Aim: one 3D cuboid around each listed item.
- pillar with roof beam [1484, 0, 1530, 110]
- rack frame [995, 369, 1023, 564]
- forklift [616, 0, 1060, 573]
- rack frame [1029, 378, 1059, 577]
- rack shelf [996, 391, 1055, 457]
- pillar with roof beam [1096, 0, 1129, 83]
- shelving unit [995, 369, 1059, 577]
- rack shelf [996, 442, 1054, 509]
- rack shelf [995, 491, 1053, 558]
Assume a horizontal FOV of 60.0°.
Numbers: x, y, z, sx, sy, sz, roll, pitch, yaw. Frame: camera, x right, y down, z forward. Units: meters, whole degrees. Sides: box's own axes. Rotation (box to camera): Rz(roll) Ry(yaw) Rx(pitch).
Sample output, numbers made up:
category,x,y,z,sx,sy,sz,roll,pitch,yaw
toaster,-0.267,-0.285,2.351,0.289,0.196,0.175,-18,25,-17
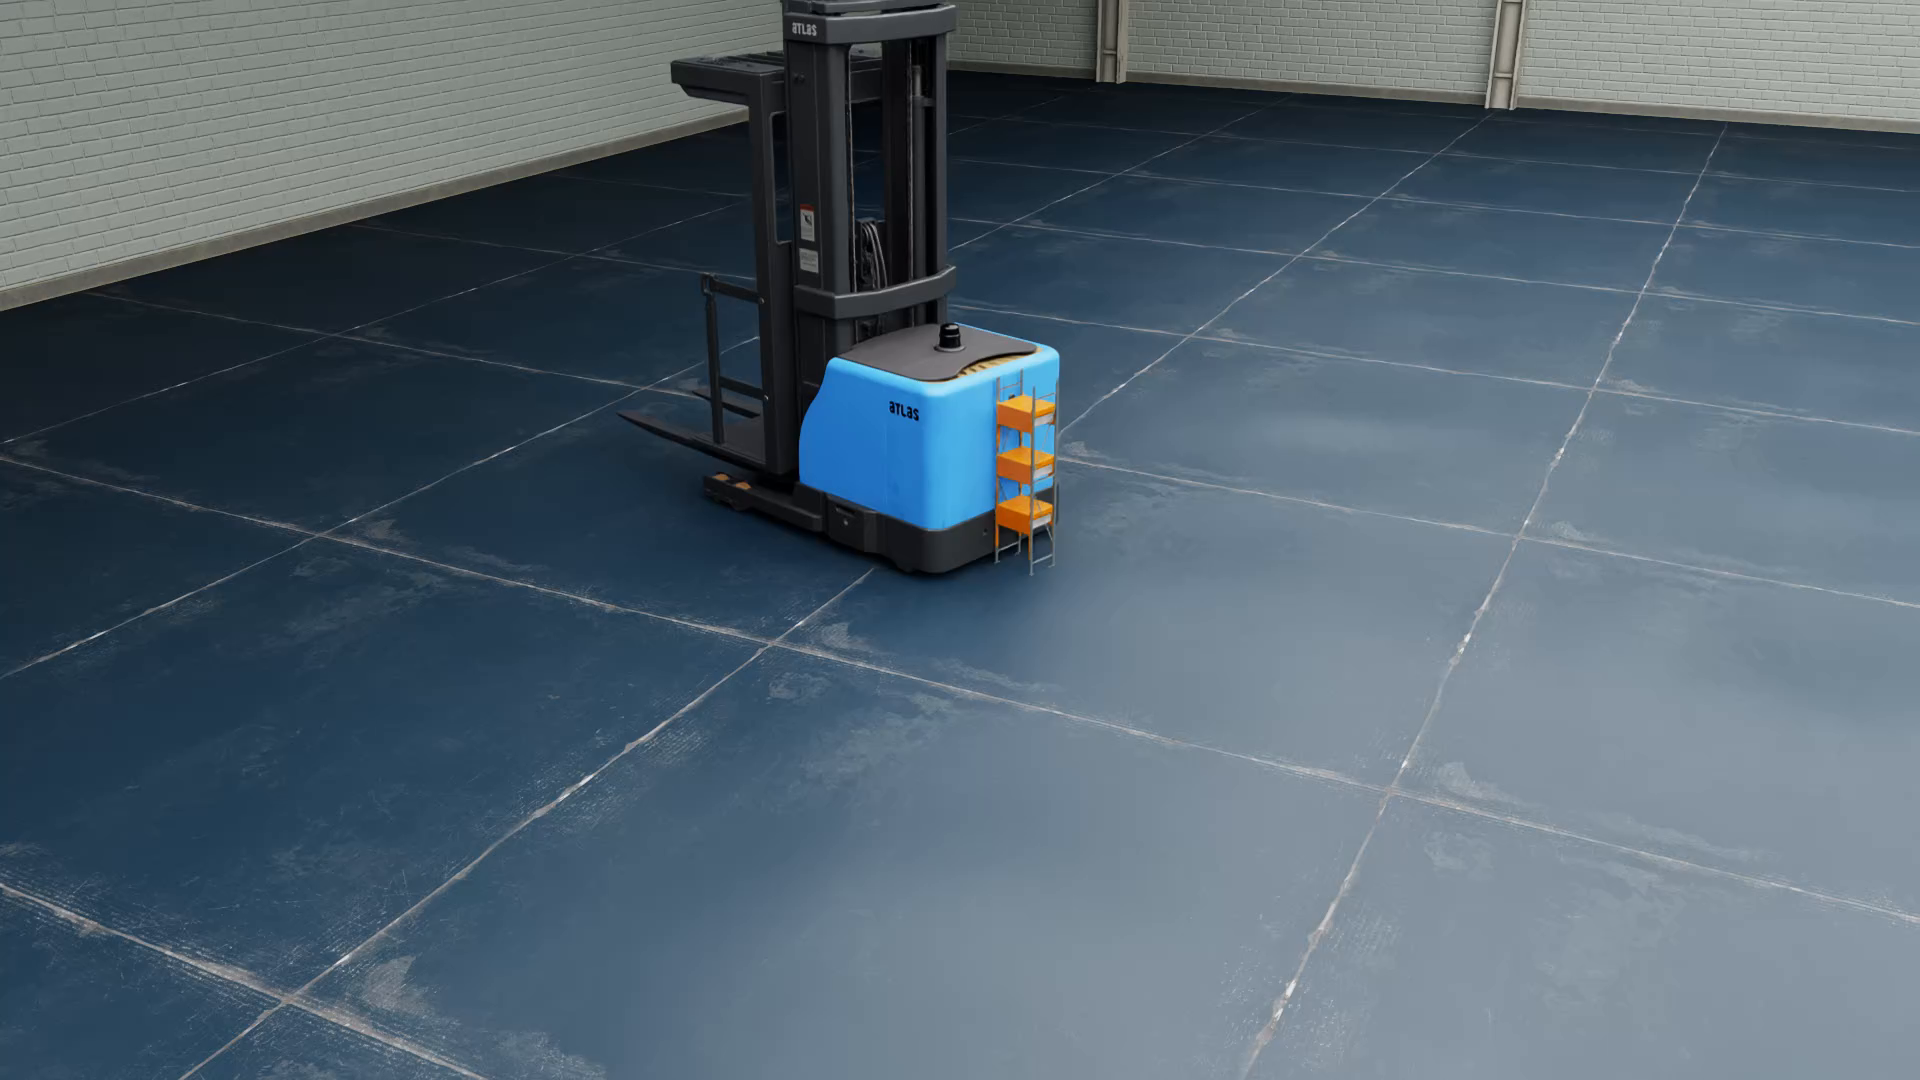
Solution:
category,x,y,z,sx,sy,sz,roll,pitch,yaw
pillar with roof beam,5.801,-8.834,18.523,0.400,9.000,9.100,11,25,25
rack frame,0.259,-0.381,8.805,0.008,1.050,0.200,20,30,39
forklift,-0.866,-1.648,9.381,3.031,2.935,1.130,20,30,39
rack frame,0.437,-0.316,8.651,0.008,1.050,0.200,20,30,39
rack shelf,0.348,-0.600,8.621,0.240,0.259,0.215,20,30,39
pillar with roof beam,0.447,-9.893,21.014,0.400,9.000,9.100,11,25,25
shelving unit,0.348,-0.348,8.728,0.252,1.050,0.215,20,30,39
rack shelf,0.348,-0.339,8.732,0.240,0.259,0.215,20,30,39
rack shelf,0.348,-0.083,8.841,0.240,0.259,0.215,20,30,39
